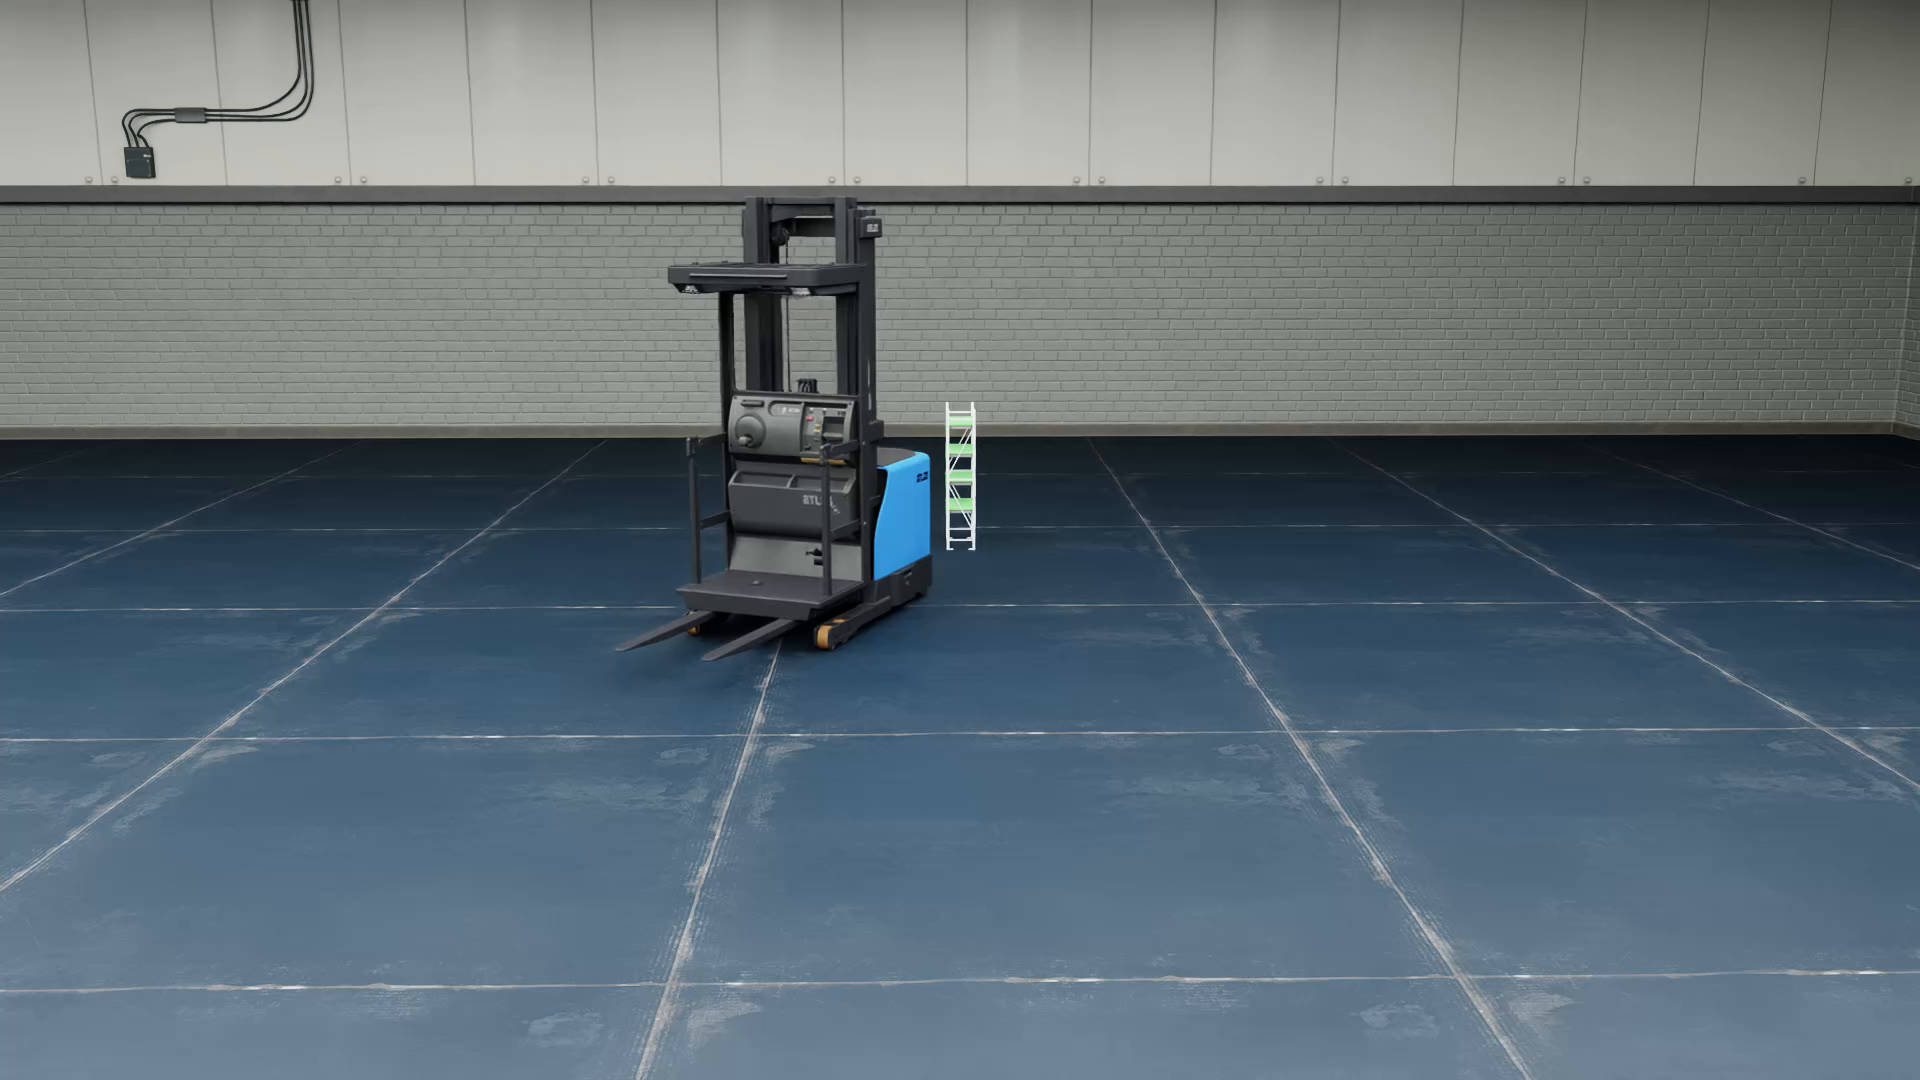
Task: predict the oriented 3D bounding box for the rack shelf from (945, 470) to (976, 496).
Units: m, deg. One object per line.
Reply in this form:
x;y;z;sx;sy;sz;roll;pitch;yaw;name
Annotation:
0.003;-0.492;14.290;0.258;0.148;0.480;0;11;-1;rack shelf

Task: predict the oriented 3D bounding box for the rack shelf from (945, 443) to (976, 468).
0.003;-0.728;14.243;0.258;0.148;0.480;0;11;-1;rack shelf

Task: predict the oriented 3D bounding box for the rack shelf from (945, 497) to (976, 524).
0.003;-0.257;14.338;0.258;0.148;0.480;0;11;-1;rack shelf

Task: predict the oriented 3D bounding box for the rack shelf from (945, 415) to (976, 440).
0.003;-0.963;14.195;0.258;0.148;0.480;0;11;-1;rack shelf

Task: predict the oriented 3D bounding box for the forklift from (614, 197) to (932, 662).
-1.232;-0.803;11.147;1.130;2.935;3.031;5;12;22;forklift

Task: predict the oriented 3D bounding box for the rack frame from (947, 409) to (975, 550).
0.008;-0.507;14.039;0.240;1.200;0.015;0;11;-1;rack frame

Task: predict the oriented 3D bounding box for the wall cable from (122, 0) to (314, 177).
-8.908;-7.335;19.527;2.305;6.003;0.169;0;11;-1;wall cable

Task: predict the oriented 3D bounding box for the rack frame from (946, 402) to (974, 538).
-0.002;-0.604;14.517;0.240;1.200;0.015;0;11;-1;rack frame

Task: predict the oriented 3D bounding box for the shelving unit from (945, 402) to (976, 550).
0.003;-0.555;14.278;0.258;1.200;0.503;0;11;-1;shelving unit
